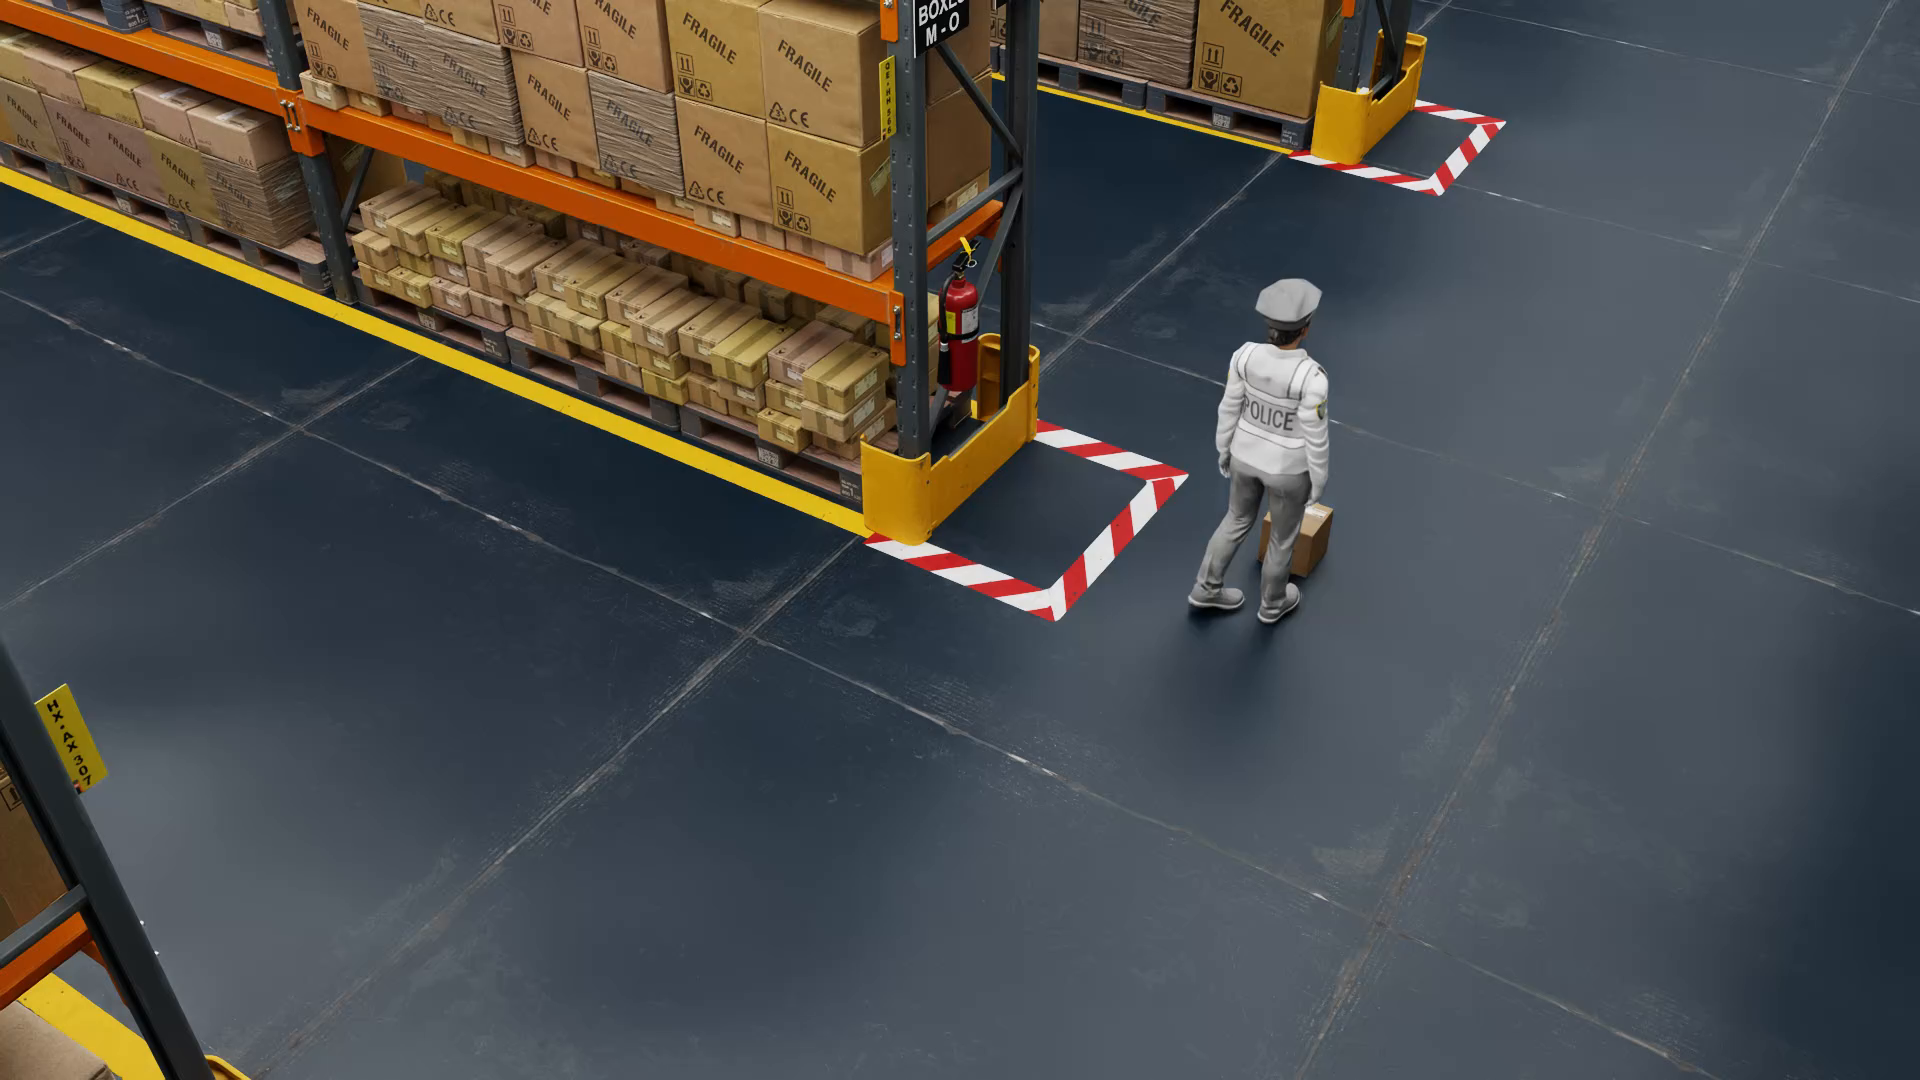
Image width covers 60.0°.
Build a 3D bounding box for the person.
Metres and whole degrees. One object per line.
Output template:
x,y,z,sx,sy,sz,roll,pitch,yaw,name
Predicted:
1.341,-0.336,7.074,0.507,1.675,0.453,28,46,30,person
